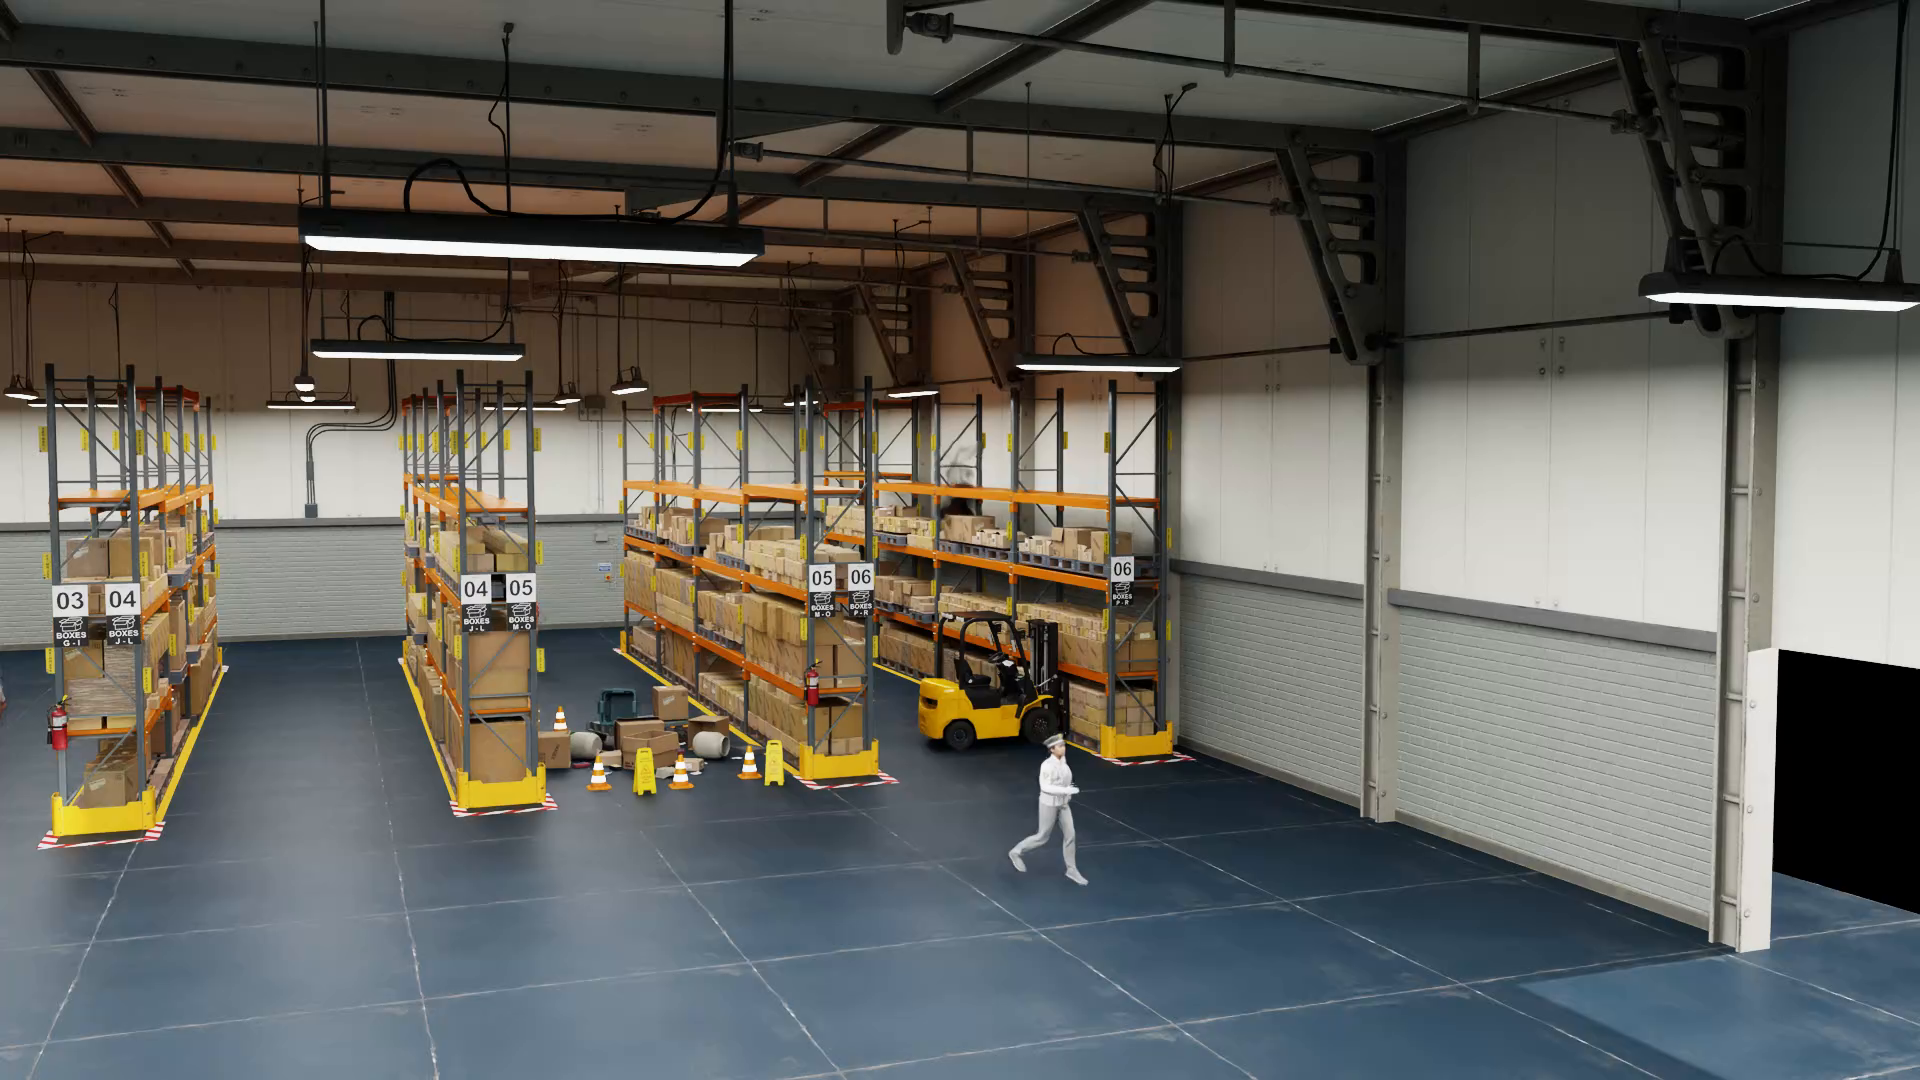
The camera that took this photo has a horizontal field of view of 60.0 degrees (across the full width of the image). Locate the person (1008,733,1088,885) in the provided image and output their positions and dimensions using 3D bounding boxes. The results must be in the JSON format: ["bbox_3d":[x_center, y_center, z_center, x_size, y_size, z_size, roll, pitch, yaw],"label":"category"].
[{"bbox_3d":[1.036,3.043,19.017,0.937,1.717,0.622,2,4,34],"label":"person"}]

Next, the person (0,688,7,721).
[{"bbox_3d":[-14.603,2.728,24.922,0.575,1.661,0.560,-2,4,-35],"label":"person"}]
